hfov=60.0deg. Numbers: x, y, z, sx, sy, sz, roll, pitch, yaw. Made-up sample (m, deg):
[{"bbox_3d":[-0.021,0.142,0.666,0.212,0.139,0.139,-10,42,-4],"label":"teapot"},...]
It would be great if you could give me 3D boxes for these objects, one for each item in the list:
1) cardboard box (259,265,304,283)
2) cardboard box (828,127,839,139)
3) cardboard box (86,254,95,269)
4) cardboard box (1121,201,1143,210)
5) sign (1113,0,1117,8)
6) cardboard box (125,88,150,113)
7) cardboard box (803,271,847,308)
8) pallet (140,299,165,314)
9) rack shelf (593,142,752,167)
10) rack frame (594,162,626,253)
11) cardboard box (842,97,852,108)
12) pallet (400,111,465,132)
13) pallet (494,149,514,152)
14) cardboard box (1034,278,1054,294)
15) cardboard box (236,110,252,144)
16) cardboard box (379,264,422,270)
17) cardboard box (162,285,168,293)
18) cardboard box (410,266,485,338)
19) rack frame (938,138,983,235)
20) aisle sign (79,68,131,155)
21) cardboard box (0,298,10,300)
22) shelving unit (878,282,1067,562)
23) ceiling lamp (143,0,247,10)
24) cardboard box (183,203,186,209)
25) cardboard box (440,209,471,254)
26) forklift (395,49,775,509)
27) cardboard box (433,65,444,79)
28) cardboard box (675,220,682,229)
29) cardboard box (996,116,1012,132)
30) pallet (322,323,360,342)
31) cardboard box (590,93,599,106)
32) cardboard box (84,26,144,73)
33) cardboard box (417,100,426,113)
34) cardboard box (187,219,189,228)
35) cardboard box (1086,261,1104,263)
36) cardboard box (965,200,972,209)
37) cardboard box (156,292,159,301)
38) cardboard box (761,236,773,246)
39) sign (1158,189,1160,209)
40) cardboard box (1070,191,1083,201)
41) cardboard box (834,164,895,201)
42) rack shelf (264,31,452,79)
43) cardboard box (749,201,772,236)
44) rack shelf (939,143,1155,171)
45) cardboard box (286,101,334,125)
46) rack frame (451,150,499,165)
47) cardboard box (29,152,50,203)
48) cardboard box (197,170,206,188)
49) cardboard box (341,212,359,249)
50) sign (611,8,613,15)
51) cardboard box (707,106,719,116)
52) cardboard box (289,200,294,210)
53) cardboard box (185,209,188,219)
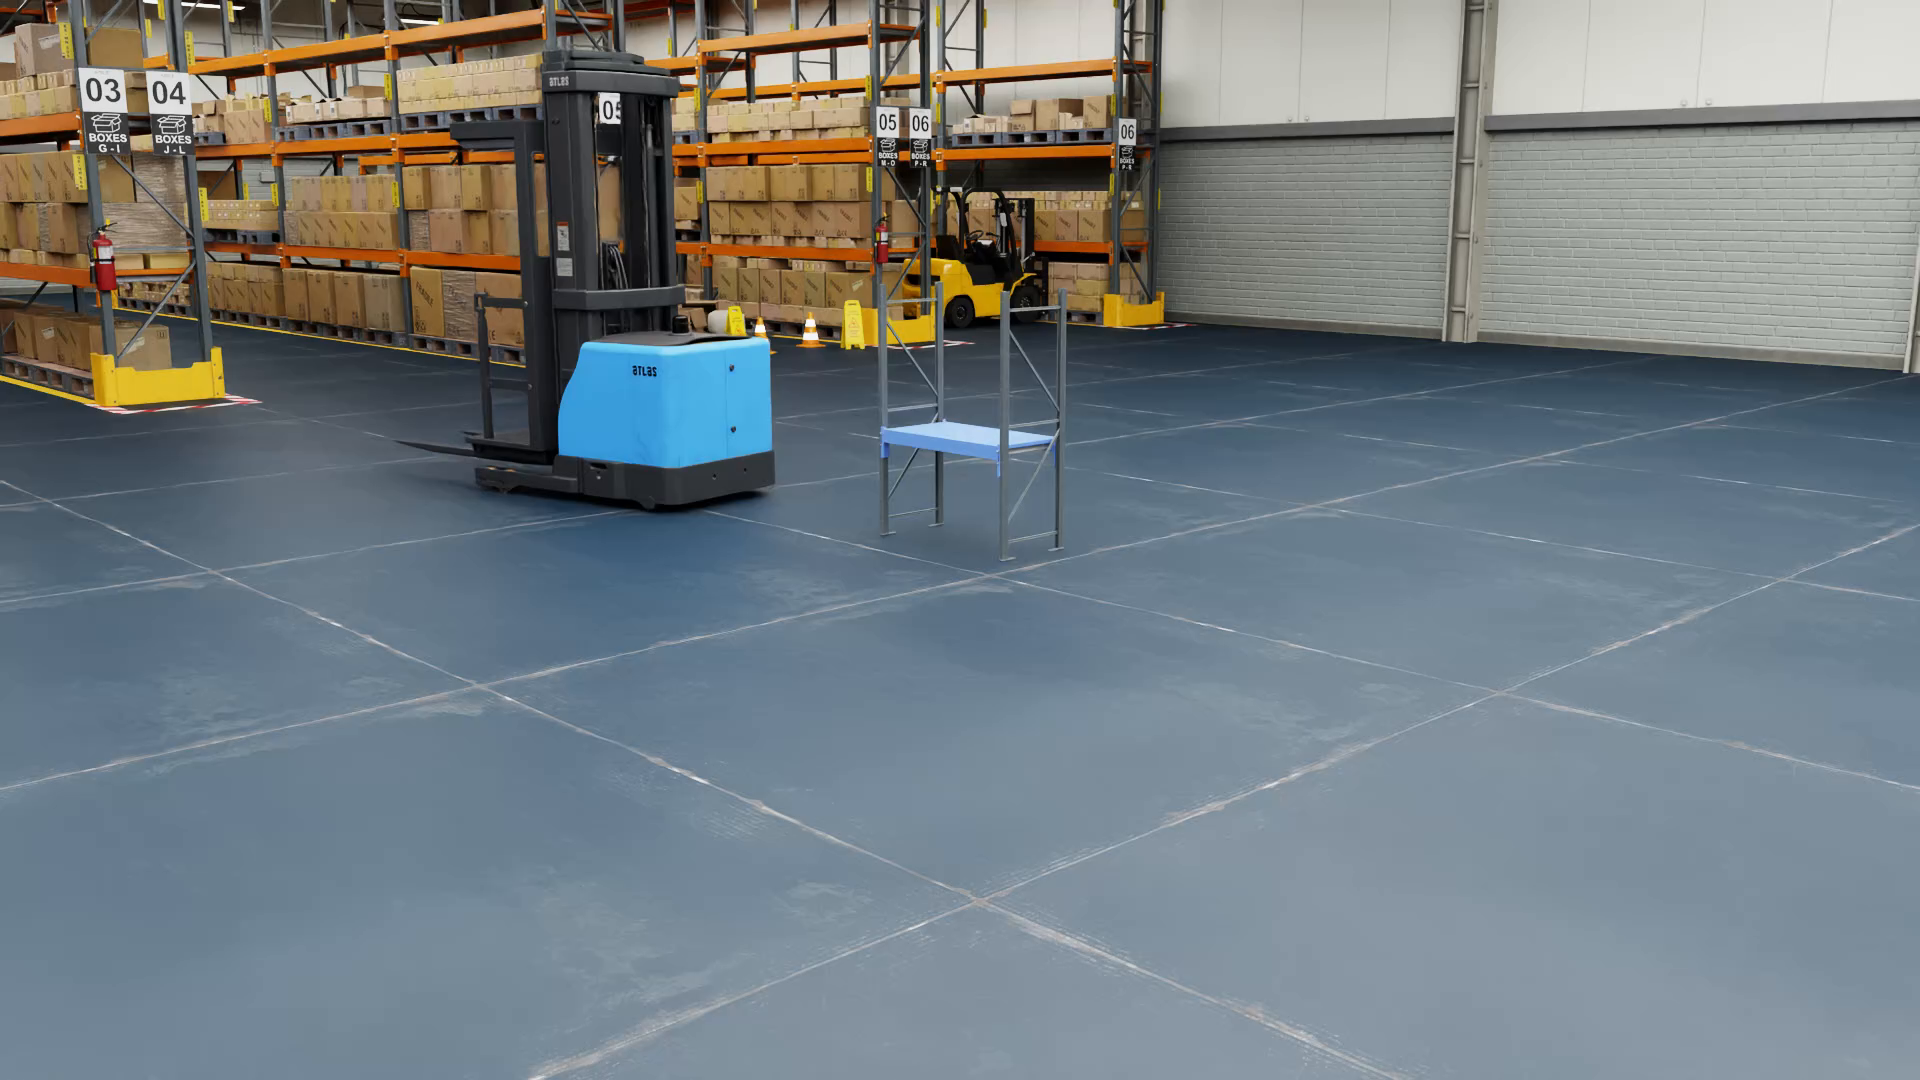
[{"bbox_3d":[-10.509,-4.119,25.765,0.500,0.250,0.500,11,16,44],"label":"cardboard box"},{"bbox_3d":[-1.615,-5.678,23.228,0.380,0.149,0.250,-10,15,-41],"label":"cardboard box"},{"bbox_3d":[-8.498,-2.789,16.639,0.380,0.149,0.250,-11,16,-43],"label":"cardboard box"},{"bbox_3d":[2.729,-5.388,26.777,0.250,0.149,0.380,11,16,44],"label":"cardboard box"},{"bbox_3d":[2.373,-8.297,25.372,0.100,0.325,0.005,-11,16,-43],"label":"sign"},{"bbox_3d":[-8.125,-4.365,16.602,0.500,0.250,0.500,-10,15,-41],"label":"cardboard box"},{"bbox_3d":[-1.917,-3.626,23.994,0.500,0.500,0.500,-10,15,-40],"label":"cardboard box"},{"bbox_3d":[-13.946,-4.196,29.755,1.003,0.211,1.213,-11,16,-43],"label":"pallet"},{"bbox_3d":[-4.956,-6.236,27.097,1.077,0.370,4.000,-11,16,-43],"label":"rack shelf"},{"bbox_3d":[-4.323,-3.539,19.657,1.000,3.000,0.127,-11,16,-43],"label":"rack frame"},{"bbox_3d":[-1.410,-6.032,22.967,0.380,0.149,0.250,-11,16,-42],"label":"cardboard box"},{"bbox_3d":[-6.527,-5.428,21.610,1.003,0.211,1.213,-11,16,-43],"label":"pallet"},{"bbox_3d":[-7.594,-7.037,29.670,1.003,0.211,1.213,-10,15,-40],"label":"pallet"},{"bbox_3d":[1.503,-4.214,27.469,0.500,0.250,0.500,-11,16,-44],"label":"cardboard box"},{"bbox_3d":[-10.780,-6.344,25.589,0.500,0.500,0.500,-11,16,-43],"label":"cardboard box"},{"bbox_3d":[-11.333,-5.447,34.227,0.875,0.438,0.875,11,16,43],"label":"cardboard box"},{"bbox_3d":[-13.743,-4.407,29.153,0.380,0.149,0.250,-10,16,-41],"label":"cardboard box"},{"bbox_3d":[-6.701,-3.187,22.170,0.875,0.875,0.875,-11,16,-42],"label":"cardboard box"},{"bbox_3d":[0.013,-5.520,29.270,1.000,3.000,0.127,-11,16,-43],"label":"rack frame"},{"bbox_3d":[-8.154,-4.085,15.864,0.394,0.787,0.004,-11,16,-43],"label":"aisle sign"},{"bbox_3d":[-12.635,-2.847,21.403,0.500,0.500,0.700,10,15,40],"label":"cardboard box"},{"bbox_3d":[0.059,-0.722,9.700,0.538,1.500,1.048,-11,16,-43],"label":"shelving unit"},{"bbox_3d":[-15.469,-12.430,33.478,2.000,3.185,0.800,-11,16,-43],"label":"ceiling lamp"},{"bbox_3d":[-12.670,-5.543,27.490,0.380,0.149,0.250,-10,15,-40],"label":"cardboard box"},{"bbox_3d":[-6.137,-3.972,21.386,0.875,0.550,0.550,-11,16,-43],"label":"cardboard box"},{"bbox_3d":[-2.774,-1.840,11.578,3.031,2.935,1.130,8,14,34],"label":"forklift"},{"bbox_3d":[-6.374,-5.865,20.871,0.380,0.149,0.250,-11,16,-42],"label":"cardboard box"},{"bbox_3d":[-4.299,-4.988,26.270,0.250,0.149,0.380,11,16,43],"label":"cardboard box"},{"bbox_3d":[0.818,-6.919,27.672,0.258,0.266,0.396,11,16,44],"label":"cardboard box"},{"bbox_3d":[-8.519,-3.038,24.132,1.003,0.211,1.213,-11,16,-43],"label":"pallet"},{"bbox_3d":[-4.327,-5.235,19.787,0.380,0.149,0.250,-11,16,-42],"label":"cardboard box"},{"bbox_3d":[-8.810,-5.026,17.215,0.500,0.500,0.500,-11,16,-43],"label":"cardboard box"},{"bbox_3d":[-6.728,-5.549,21.313,0.380,0.149,0.250,-11,16,-43],"label":"cardboard box"},{"bbox_3d":[-12.474,-5.212,27.358,0.380,0.149,0.250,-11,16,-42],"label":"cardboard box"},{"bbox_3d":[2.233,-4.454,27.391,0.500,0.250,0.500,-11,16,-42],"label":"cardboard box"},{"bbox_3d":[0.223,-5.766,28.608,0.380,0.149,0.250,-10,16,-41],"label":"cardboard box"},{"bbox_3d":[-13.973,-4.308,29.413,0.380,0.149,0.250,-11,16,-41],"label":"cardboard box"},{"bbox_3d":[-2.712,-4.426,24.583,0.380,0.149,0.250,-11,16,-42],"label":"cardboard box"},{"bbox_3d":[3.181,-5.475,26.712,0.100,0.325,0.005,-11,16,-43],"label":"sign"},{"bbox_3d":[1.982,-5.537,26.763,0.380,0.149,0.250,-10,16,-41],"label":"cardboard box"},{"bbox_3d":[-1.323,-4.972,23.150,0.500,0.500,0.700,11,16,44],"label":"cardboard box"},{"bbox_3d":[-8.466,-6.805,23.415,1.077,0.370,4.000,-11,16,-43],"label":"rack shelf"},{"bbox_3d":[-2.771,-4.774,24.665,0.500,0.500,0.500,-11,16,-43],"label":"cardboard box"},{"bbox_3d":[1.394,-6.345,27.623,1.077,0.370,4.000,-11,16,-43],"label":"rack shelf"},{"bbox_3d":[-9.506,-6.251,24.316,0.500,0.311,0.500,-11,16,-42],"label":"cardboard box"},{"bbox_3d":[-9.099,-5.995,31.577,1.000,3.000,0.127,-11,16,-43],"label":"rack frame"},{"bbox_3d":[-9.231,-3.739,17.161,0.500,0.500,0.500,-11,16,-43],"label":"cardboard box"},{"bbox_3d":[-13.130,-6.006,28.166,0.500,0.500,0.500,11,16,43],"label":"cardboard box"},{"bbox_3d":[-8.337,-4.358,23.385,0.500,0.500,0.500,-11,16,-42],"label":"cardboard box"},{"bbox_3d":[-5.951,-8.923,28.410,0.100,0.325,0.005,-11,16,-43],"label":"sign"},{"bbox_3d":[-3.593,-6.473,25.108,0.380,0.149,0.250,-11,16,-44],"label":"cardboard box"},{"bbox_3d":[-10.214,-5.214,25.894,0.250,0.149,0.380,11,16,44],"label":"cardboard box"},{"bbox_3d":[-12.490,-5.360,27.338,0.380,0.149,0.250,-11,16,-44],"label":"cardboard box"}]
